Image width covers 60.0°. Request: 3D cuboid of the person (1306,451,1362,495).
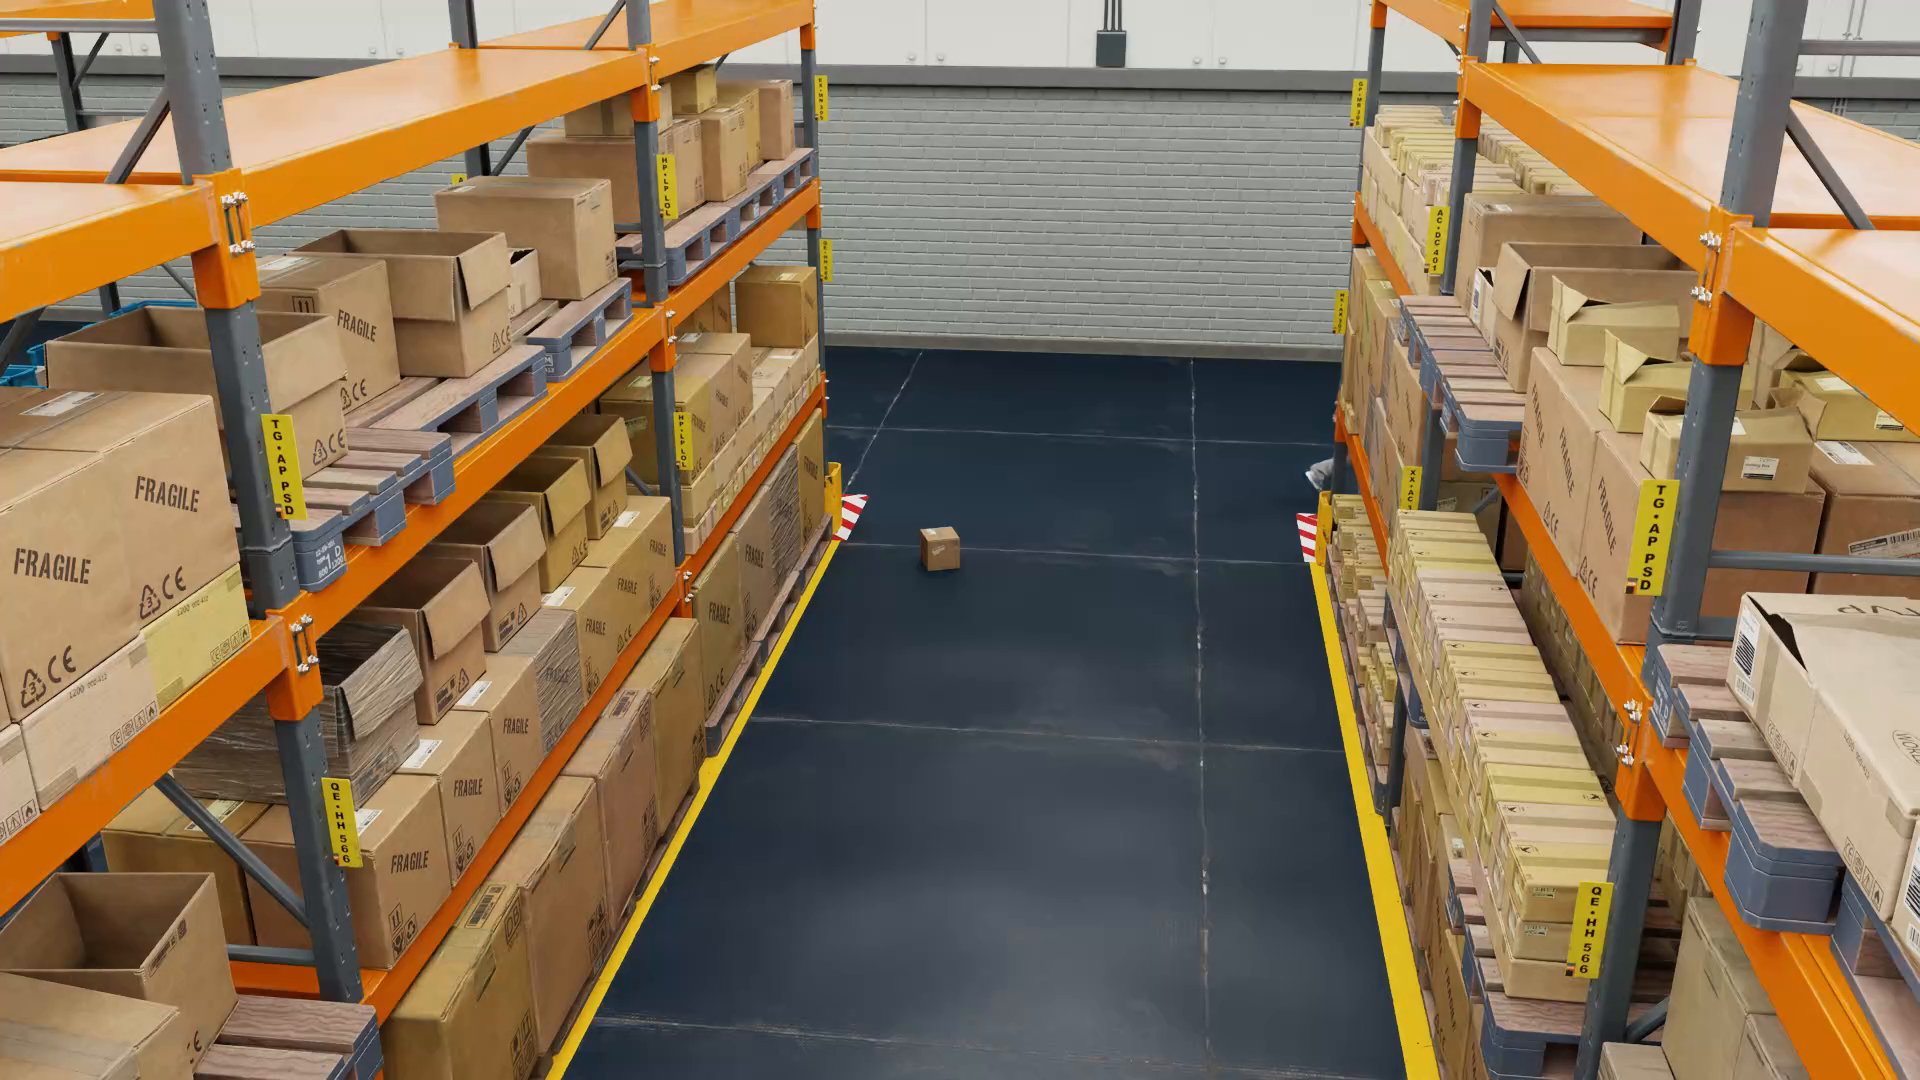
[{"bbox_3d":[3.281,-1.036,13.783,0.763,1.513,0.459,1,21,1],"label":"person"}]
